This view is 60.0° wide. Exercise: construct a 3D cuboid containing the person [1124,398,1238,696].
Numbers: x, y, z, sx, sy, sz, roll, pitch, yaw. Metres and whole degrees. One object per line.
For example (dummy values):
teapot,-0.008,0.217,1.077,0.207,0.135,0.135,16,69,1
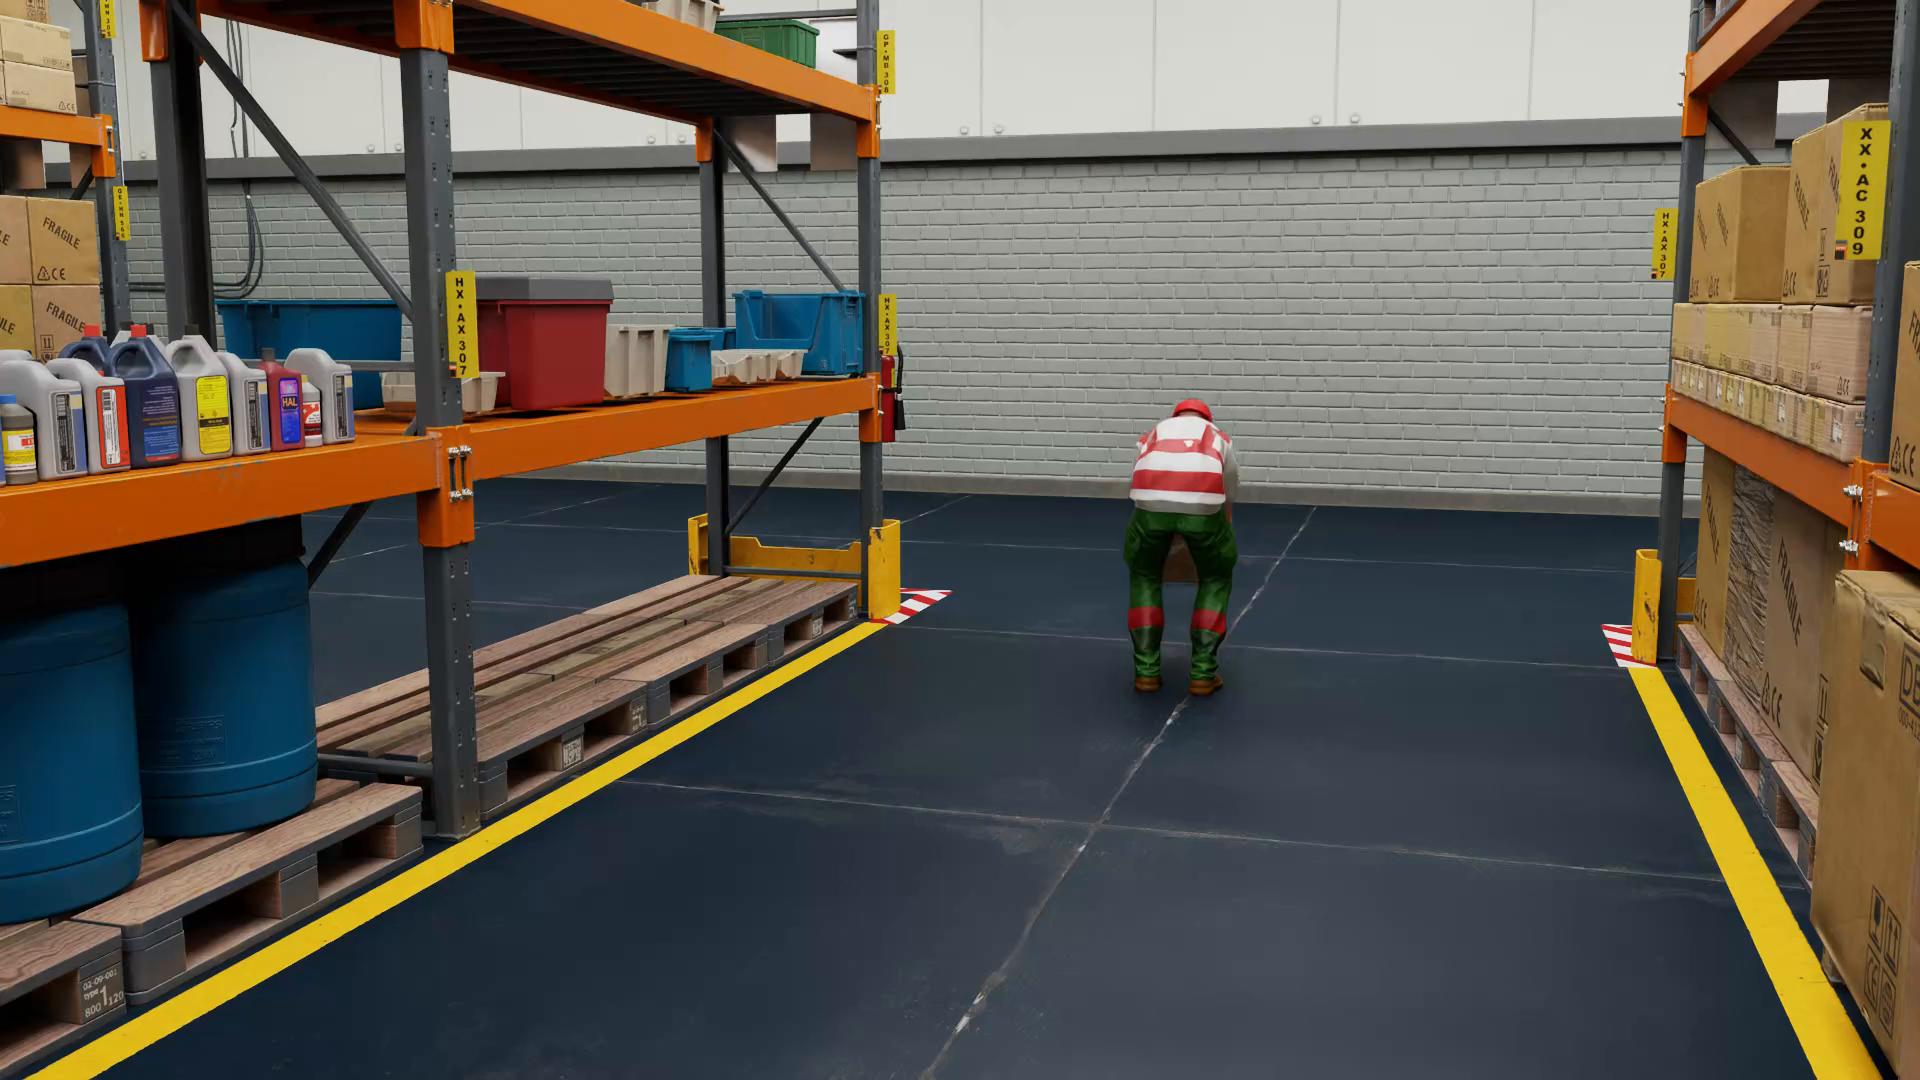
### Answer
person,1.013,0.009,7.525,0.507,1.258,0.927,2,8,14
